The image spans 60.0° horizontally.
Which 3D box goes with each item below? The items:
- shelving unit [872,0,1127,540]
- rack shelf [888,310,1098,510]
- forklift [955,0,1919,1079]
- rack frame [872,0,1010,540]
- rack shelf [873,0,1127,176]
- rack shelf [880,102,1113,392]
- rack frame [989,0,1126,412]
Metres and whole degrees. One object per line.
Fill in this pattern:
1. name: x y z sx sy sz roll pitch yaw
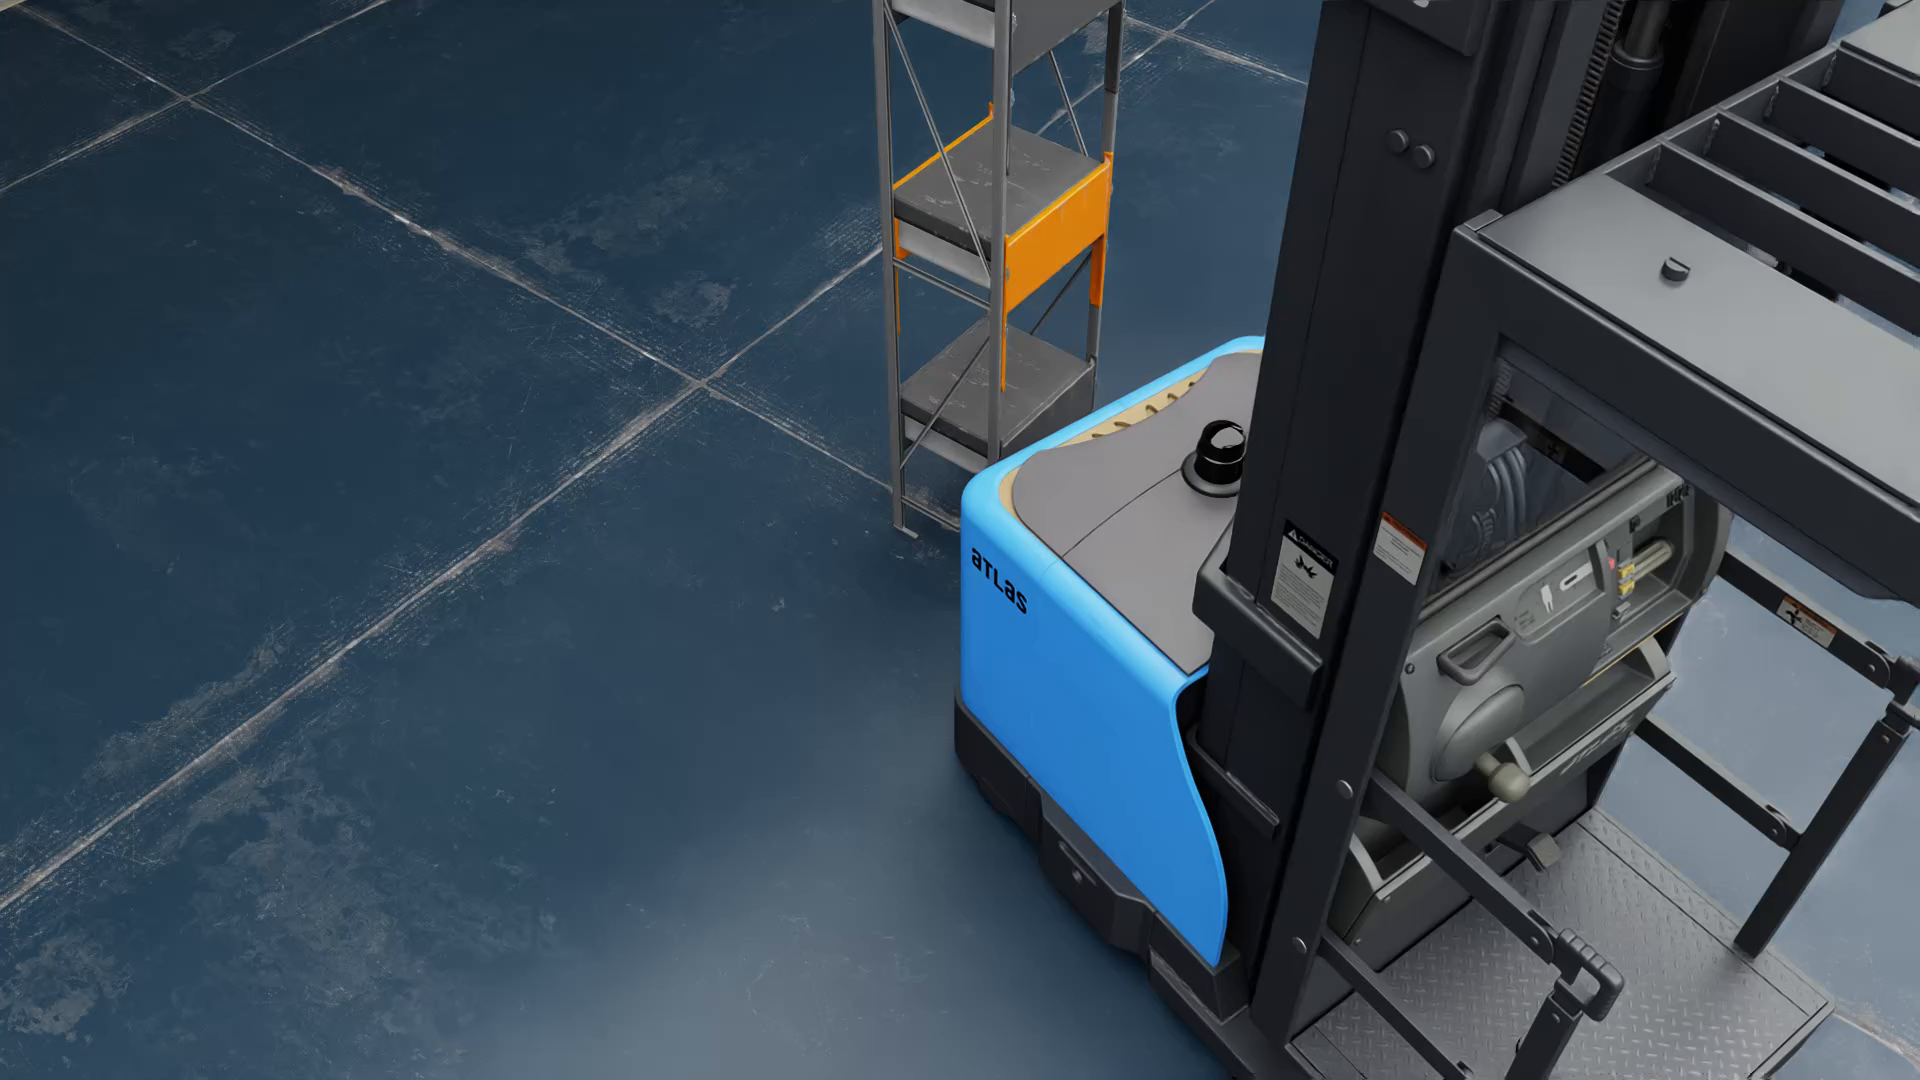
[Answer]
1. shelving unit: 0.101 -0.820 4.581 0.431 2.100 0.503 29 53 25
2. rack shelf: 0.101 -0.327 5.097 0.431 0.518 0.480 29 53 25
3. forklift: 1.270 0.239 2.994 1.130 2.935 3.031 -28 53 -24
4. rack frame: -0.048 -0.680 4.448 0.400 2.100 0.015 29 53 25
5. rack shelf: 0.101 -1.294 4.085 0.431 0.518 0.480 29 53 25
6. rack shelf: 0.101 -0.811 4.591 0.431 0.518 0.480 29 53 25
7. rack frame: 0.250 -0.960 4.715 0.400 2.100 0.015 29 53 25
